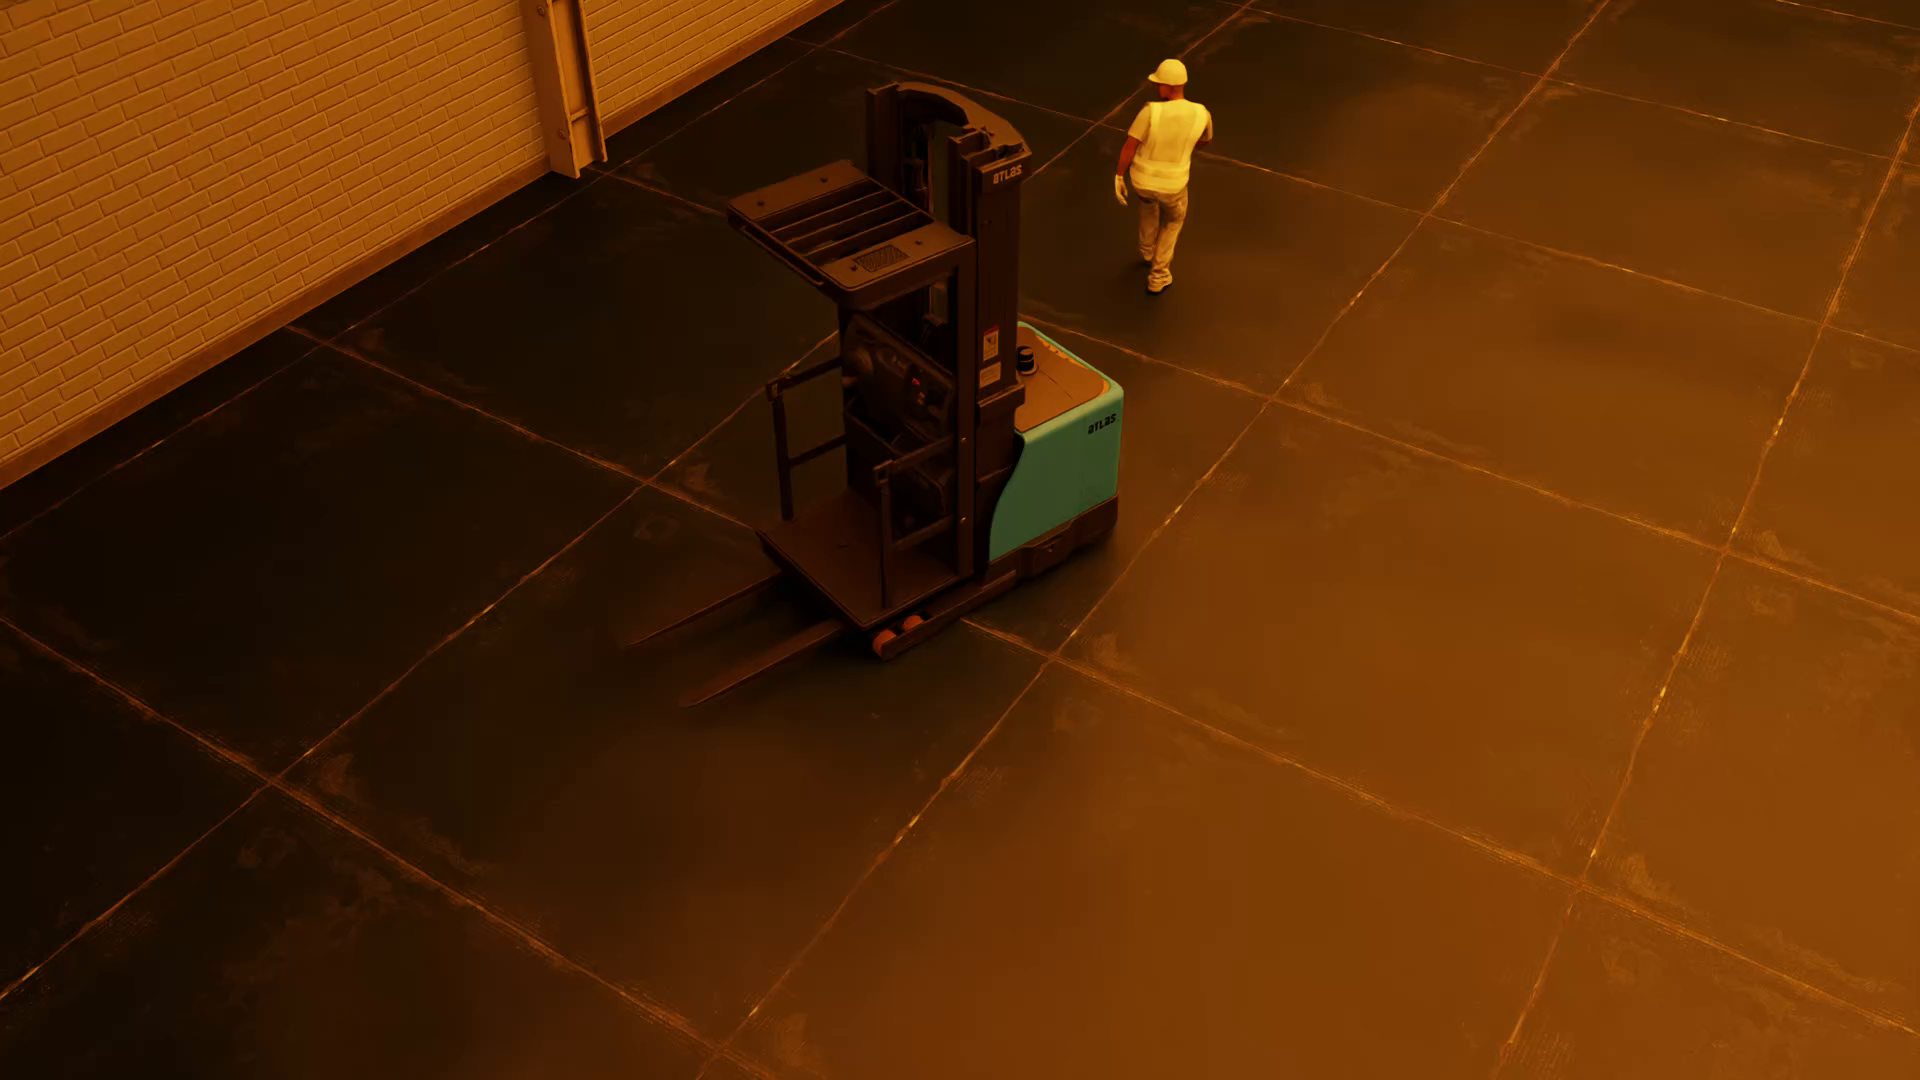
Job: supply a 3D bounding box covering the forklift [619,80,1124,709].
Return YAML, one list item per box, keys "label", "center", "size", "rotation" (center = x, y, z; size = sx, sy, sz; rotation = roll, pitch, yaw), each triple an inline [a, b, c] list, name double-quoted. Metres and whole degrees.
- label: "forklift"
  center: [-0.502, -0.830, 8.947]
  size: [3.031, 2.935, 1.130]
  rotation: [-27, 47, -28]

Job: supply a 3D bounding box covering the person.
- label: "person"
  center: [1.468, -2.605, 12.020]
  size: [0.629, 1.769, 0.844]
  rotation: [8, 41, 9]
